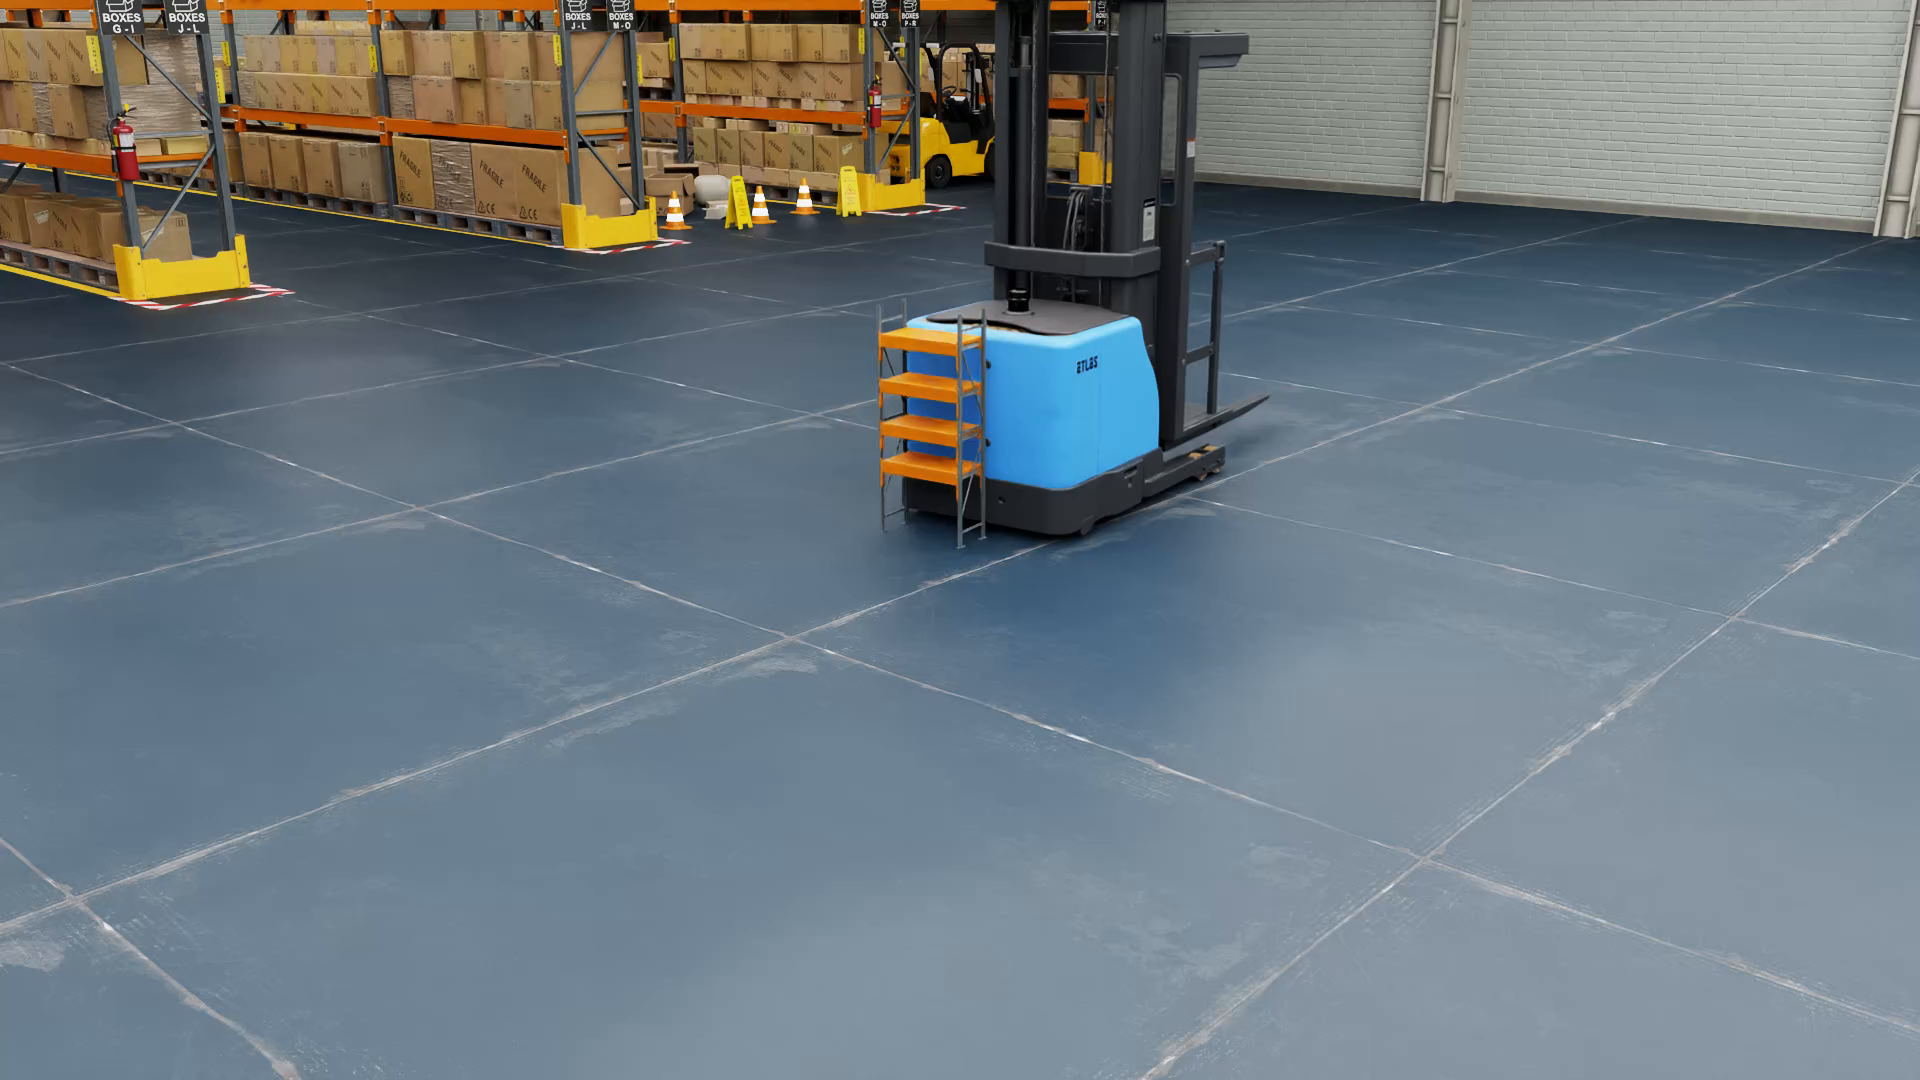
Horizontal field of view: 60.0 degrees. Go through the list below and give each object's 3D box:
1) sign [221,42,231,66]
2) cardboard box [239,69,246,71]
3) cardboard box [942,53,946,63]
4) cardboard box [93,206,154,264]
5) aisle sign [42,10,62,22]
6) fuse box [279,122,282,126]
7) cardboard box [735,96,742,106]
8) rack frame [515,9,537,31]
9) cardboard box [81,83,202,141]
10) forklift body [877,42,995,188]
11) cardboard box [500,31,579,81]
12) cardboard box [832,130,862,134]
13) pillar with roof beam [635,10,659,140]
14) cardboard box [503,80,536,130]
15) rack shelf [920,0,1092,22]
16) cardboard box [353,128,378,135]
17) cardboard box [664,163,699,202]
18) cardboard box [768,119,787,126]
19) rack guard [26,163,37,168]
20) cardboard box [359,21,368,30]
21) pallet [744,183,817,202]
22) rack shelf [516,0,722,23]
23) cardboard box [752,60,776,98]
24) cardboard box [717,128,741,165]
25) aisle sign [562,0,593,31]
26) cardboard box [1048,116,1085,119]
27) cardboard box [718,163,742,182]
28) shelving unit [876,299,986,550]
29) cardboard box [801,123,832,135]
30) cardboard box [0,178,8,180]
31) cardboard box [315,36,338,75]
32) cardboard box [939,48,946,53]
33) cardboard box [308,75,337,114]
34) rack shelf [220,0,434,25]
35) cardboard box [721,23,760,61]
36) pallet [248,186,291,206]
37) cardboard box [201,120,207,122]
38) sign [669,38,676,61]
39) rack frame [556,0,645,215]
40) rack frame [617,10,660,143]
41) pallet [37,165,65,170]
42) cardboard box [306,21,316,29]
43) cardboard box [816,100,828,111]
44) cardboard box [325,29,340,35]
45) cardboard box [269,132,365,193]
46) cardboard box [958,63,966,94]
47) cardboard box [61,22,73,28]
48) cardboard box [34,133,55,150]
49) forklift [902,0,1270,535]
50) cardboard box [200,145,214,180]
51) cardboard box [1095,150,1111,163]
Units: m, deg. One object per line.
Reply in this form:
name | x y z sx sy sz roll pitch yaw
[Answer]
sign | -10.478 -6.944 23.749 0.005 0.325 0.100 15 23 39
cardboard box | -10.558 -6.973 24.854 0.250 0.149 0.380 16 24 42
cardboard box | -0.159 -8.151 28.098 0.250 0.149 0.380 15 23 39
cardboard box | -8.435 -3.096 16.847 0.500 0.500 0.500 -11 21 -31
aisle sign | -15.964 -9.482 29.233 0.004 0.787 0.394 15 23 39
fuse box | -15.628 -10.260 38.110 0.414 1.711 0.539 15 23 39
cardboard box | -3.076 -6.446 24.381 0.250 0.149 0.380 15 23 39
rack frame | -6.915 -7.694 27.898 0.127 3.000 1.000 15 23 39
cardboard box | -7.903 -4.152 16.079 0.500 0.500 0.875 15 23 39
forklift body | -0.269 -6.775 26.405 1.214 2.155 2.313 15 23 39
cardboard box | -4.866 -5.707 19.602 0.550 0.550 0.875 15 23 39
cardboard box | -1.763 -5.668 24.125 0.500 0.500 0.500 14 22 37
pillar with roof beam | -9.395 -11.851 31.076 0.400 9.000 9.100 15 23 39
cardboard box | -4.875 -5.189 19.756 0.550 0.550 0.875 15 23 39
rack shelf | 0.865 -8.700 27.298 4.000 0.370 1.077 15 23 39
cardboard box | -10.975 -7.807 31.792 0.875 0.438 0.875 14 22 38
cardboard box | -4.025 -5.178 24.097 0.500 0.500 0.500 -3 18 -8
cardboard box | -3.166 -7.758 31.330 0.625 0.625 0.875 16 24 41
rack guard | -16.052 -6.954 29.697 0.348 0.500 1.175 15 23 39
cardboard box | -10.855 -9.497 30.688 0.250 0.149 0.380 15 23 39
pallet | -2.481 -5.190 24.618 1.213 0.211 1.003 15 23 39
rack shelf | -5.419 -8.380 26.288 4.000 0.370 1.077 15 23 39
cardboard box | -2.630 -6.633 23.897 0.500 0.500 0.500 15 23 40
cardboard box | -3.253 -5.854 24.710 0.500 0.500 0.500 16 24 41
aisle sign | -4.288 -6.105 18.592 0.004 0.787 0.394 15 23 39
cardboard box | 1.750 -6.817 27.331 0.500 0.250 0.500 15 23 39
cardboard box | -3.254 -5.497 24.824 0.500 0.250 0.500 17 24 42
shelving unit | -0.144 -0.595 8.503 0.503 1.200 0.258 11 21 32
cardboard box | -2.023 -5.805 23.483 0.250 0.149 0.380 16 24 41
cardboard box | -11.709 -4.008 19.687 0.500 0.500 0.700 13 22 35
cardboard box | -8.272 -6.578 22.562 0.500 0.500 0.700 15 23 40
cardboard box | -0.138 -8.301 28.081 0.250 0.149 0.380 14 23 38
cardboard box | -8.457 -6.046 22.538 0.500 0.500 0.500 15 23 40
rack shelf | -8.629 -7.240 22.695 4.000 0.370 1.077 15 23 39
cardboard box | -3.013 -7.206 24.047 0.500 0.500 0.700 14 23 38
pallet | -9.585 -5.050 24.174 1.213 0.211 1.003 15 23 39
cardboard box | -12.016 -6.525 26.411 0.500 0.250 0.500 16 24 42
sign | -4.289 -7.317 24.794 0.005 0.325 0.100 15 23 39
rack frame | -4.142 -4.948 19.244 0.127 3.000 1.000 15 23 39
rack frame | -6.615 -9.621 33.970 0.127 3.000 1.000 15 23 39
pallet | -15.468 -6.645 29.201 1.213 0.211 1.003 15 23 39
cardboard box | -12.246 -9.837 31.758 0.250 0.149 0.380 14 22 38
cardboard box | -1.794 -6.077 23.217 0.250 0.149 0.380 15 23 38
cardboard box | -11.574 -9.360 31.329 0.500 0.500 0.500 15 23 39
cardboard box | -9.073 -5.365 23.582 0.750 0.750 1.050 15 23 40
cardboard box | 0.307 -7.712 27.789 0.500 0.500 0.500 15 23 39
cardboard box | -14.412 -8.265 27.386 0.500 0.500 0.500 16 23 41
cardboard box | -9.051 -4.014 16.717 0.250 0.149 0.380 15 23 39
forklift | 0.918 -1.811 9.472 1.130 2.935 3.031 11 21 32
cardboard box | -11.177 -5.741 25.181 0.500 0.500 0.500 16 24 41
cardboard box | 2.123 -6.244 27.180 0.500 0.250 0.500 15 23 39
